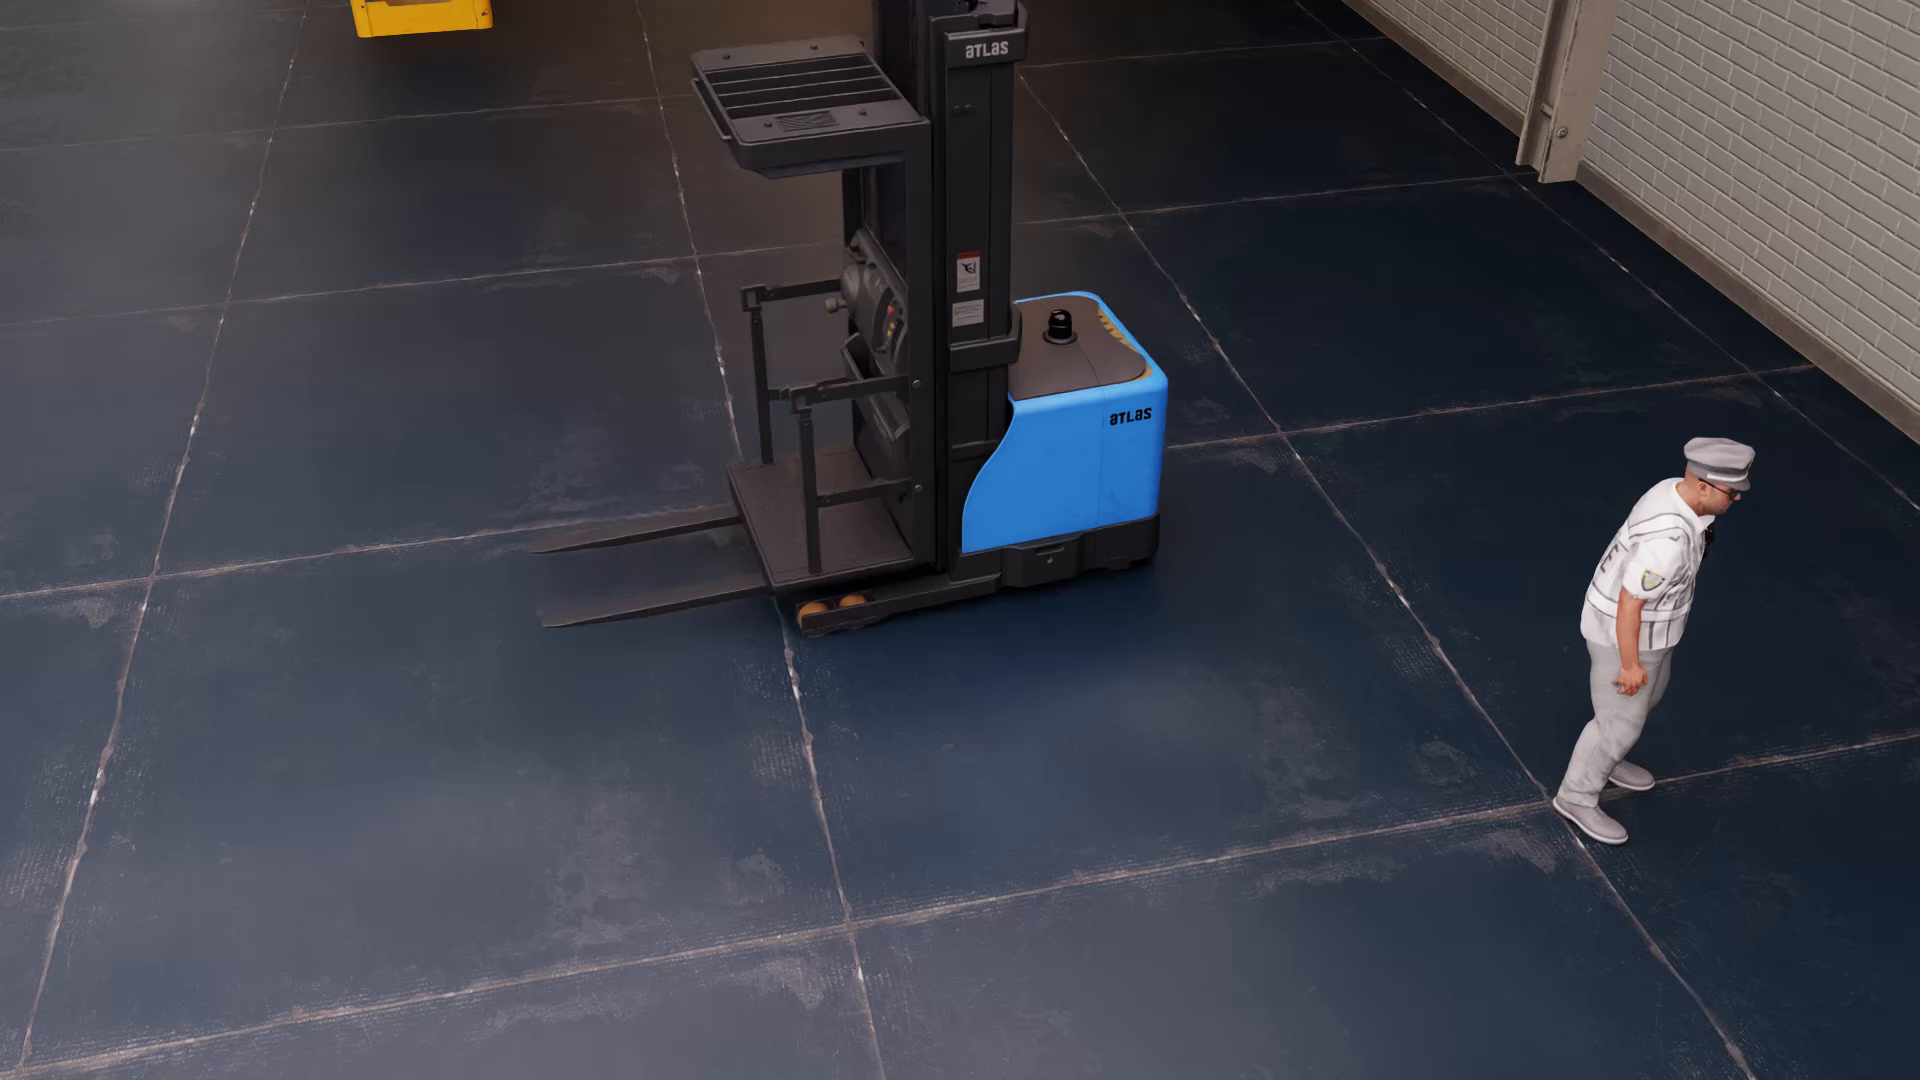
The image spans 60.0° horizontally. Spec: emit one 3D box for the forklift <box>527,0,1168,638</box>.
[{"bbox_3d":[-0.579,-1.072,7.541,3.031,2.935,1.130,-11,37,-15],"label":"forklift"}]

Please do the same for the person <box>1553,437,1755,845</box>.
[{"bbox_3d":[2.687,0.353,6.572,0.442,1.746,0.590,21,41,26],"label":"person"}]
